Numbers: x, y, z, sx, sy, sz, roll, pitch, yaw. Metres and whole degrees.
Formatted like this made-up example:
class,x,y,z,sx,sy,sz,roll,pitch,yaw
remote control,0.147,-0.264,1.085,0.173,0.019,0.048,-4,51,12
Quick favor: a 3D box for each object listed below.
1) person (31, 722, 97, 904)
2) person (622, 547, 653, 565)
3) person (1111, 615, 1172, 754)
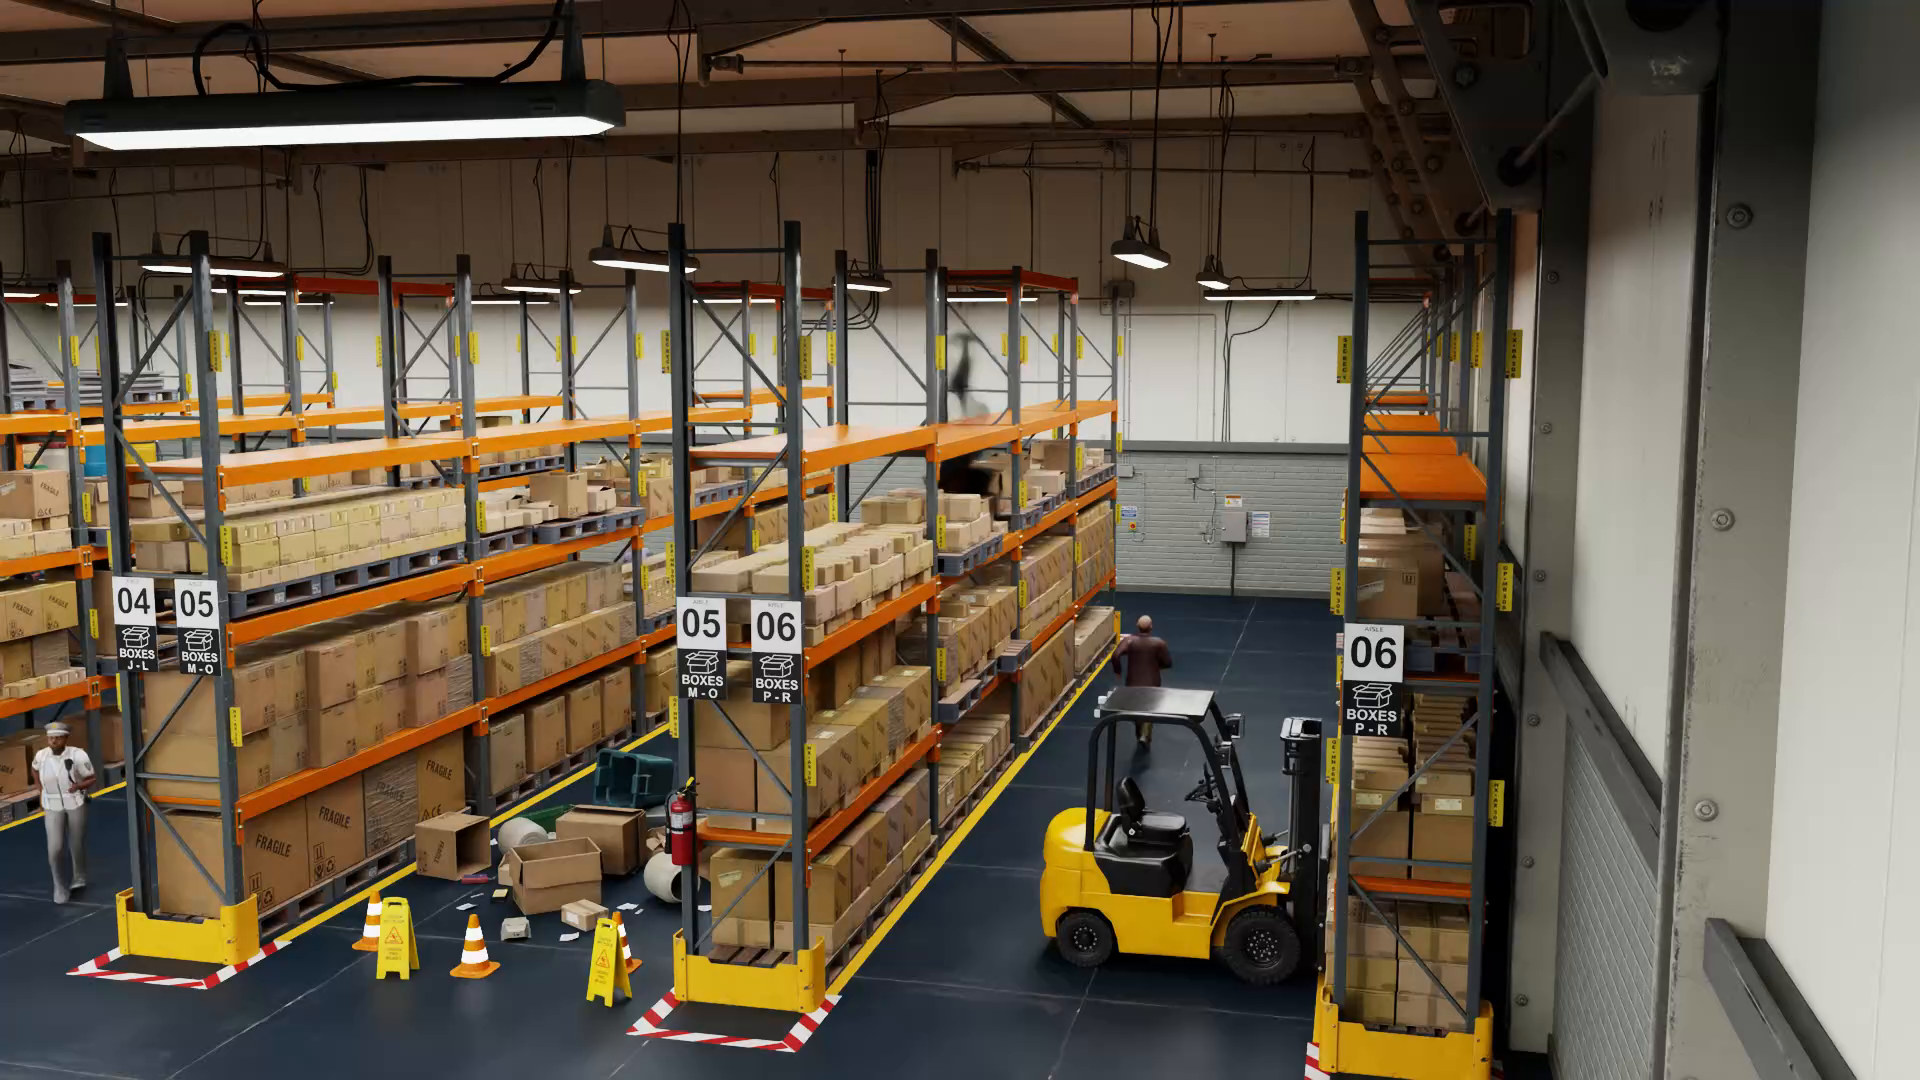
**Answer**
class,x,y,z,sx,sy,sz,roll,pitch,yaw
person,-8.230,2.493,15.279,0.576,1.732,0.772,-2,7,-18
person,-5.823,0.700,30.381,0.688,1.561,0.565,-2,7,-19
person,2.253,1.790,20.485,0.723,1.759,1.095,2,7,13
